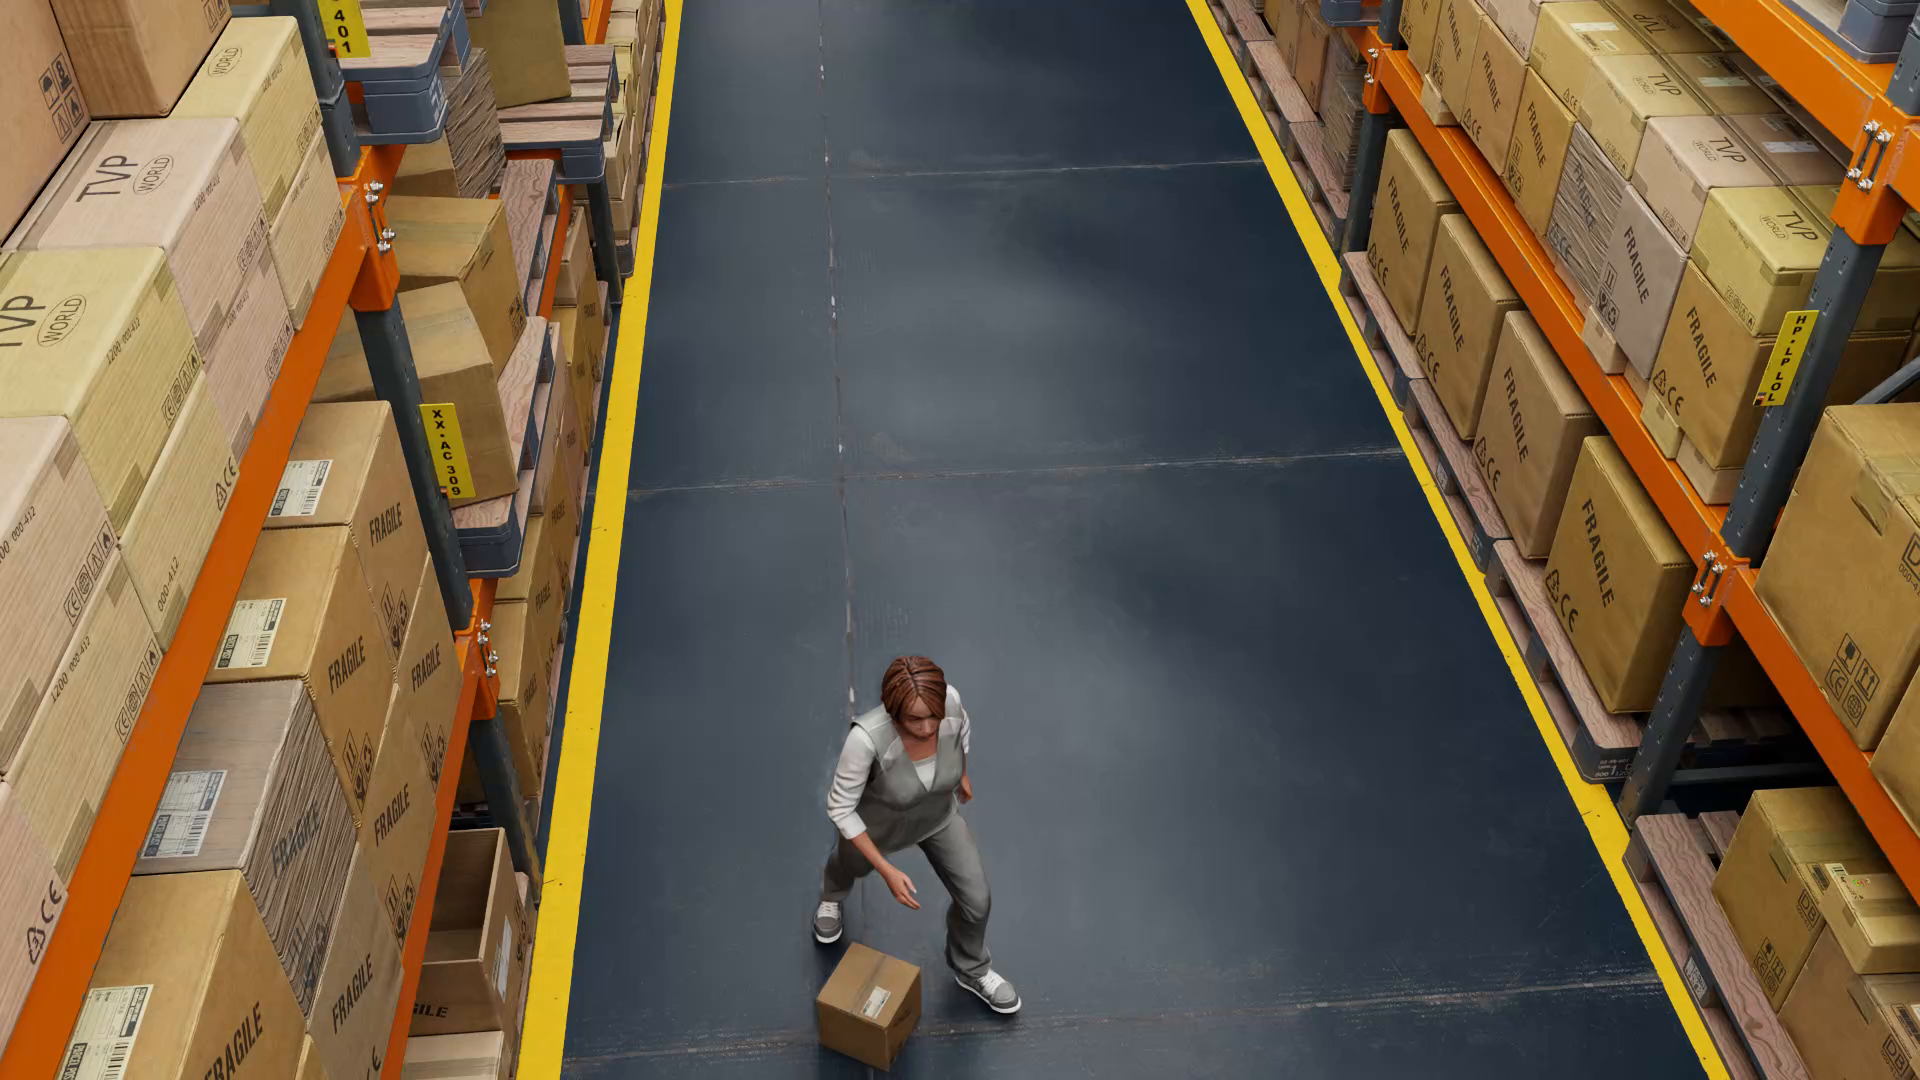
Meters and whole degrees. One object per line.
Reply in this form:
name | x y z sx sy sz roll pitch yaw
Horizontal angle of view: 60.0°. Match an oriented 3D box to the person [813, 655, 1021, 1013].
person | -0.185 0.840 5.169 0.550 1.528 0.783 -16 42 -18
